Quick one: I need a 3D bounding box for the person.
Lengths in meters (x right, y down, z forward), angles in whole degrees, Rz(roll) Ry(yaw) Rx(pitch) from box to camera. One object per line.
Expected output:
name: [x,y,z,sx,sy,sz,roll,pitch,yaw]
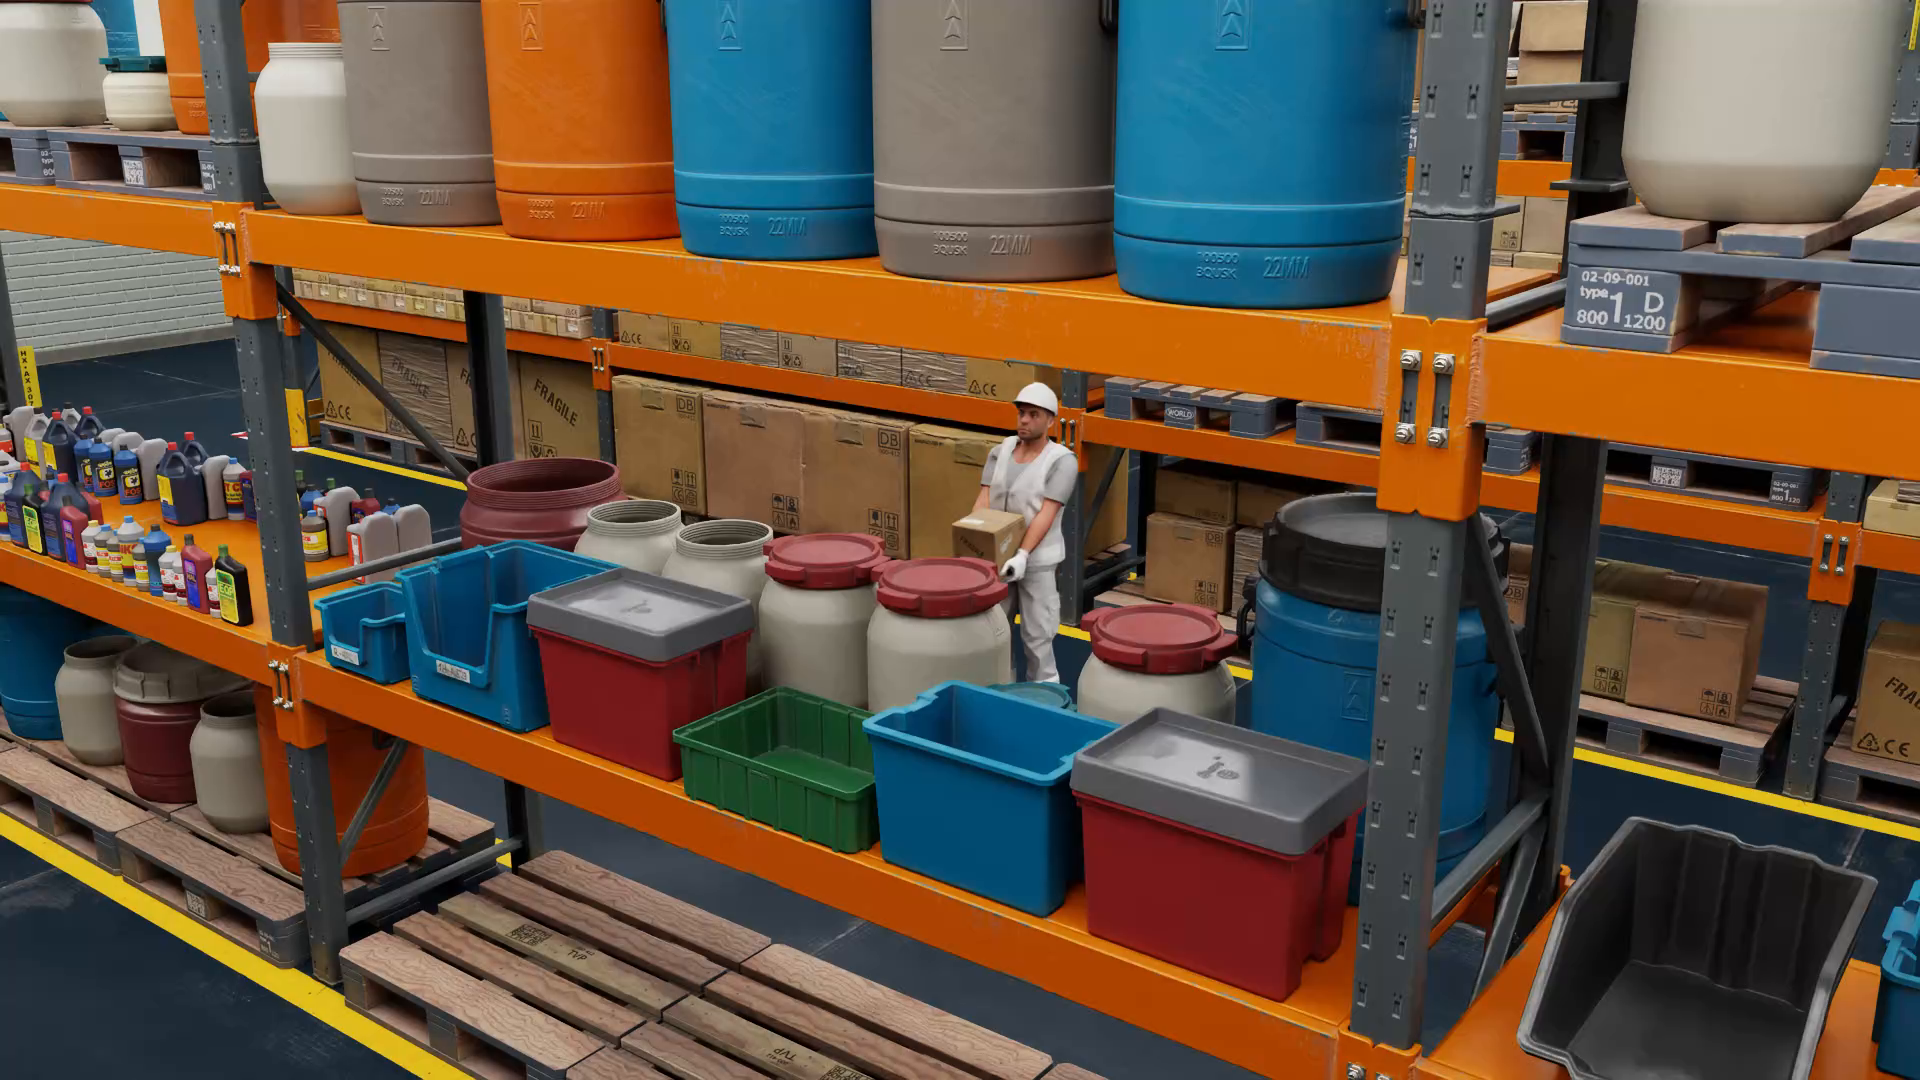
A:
person: [0.260,0.147,8.006,0.494,1.783,0.563,12,20,35]
